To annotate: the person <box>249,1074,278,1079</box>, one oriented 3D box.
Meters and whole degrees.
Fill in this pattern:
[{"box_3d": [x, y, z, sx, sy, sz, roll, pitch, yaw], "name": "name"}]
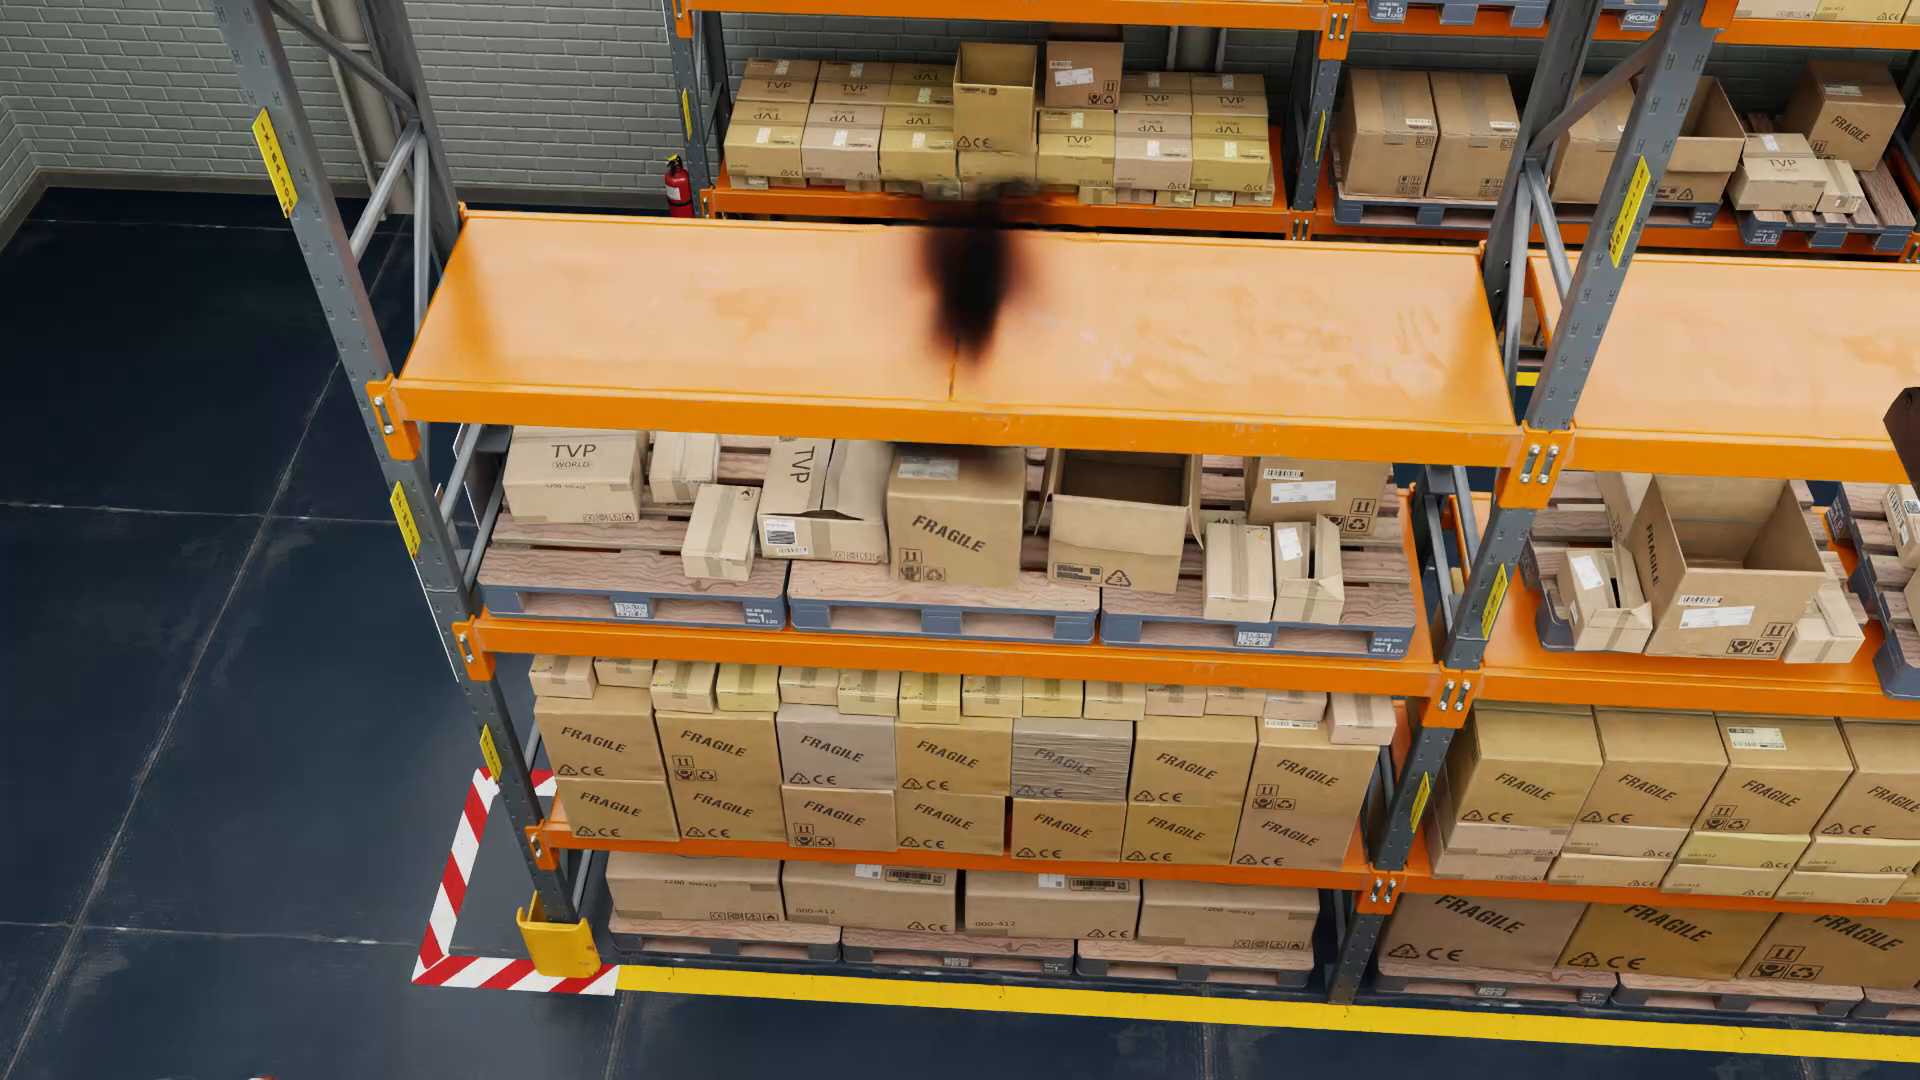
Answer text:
[{"box_3d": [-3.133, 2.650, 7.234, 0.574, 1.666, 0.953, -1, 48, 0], "name": "person"}]
